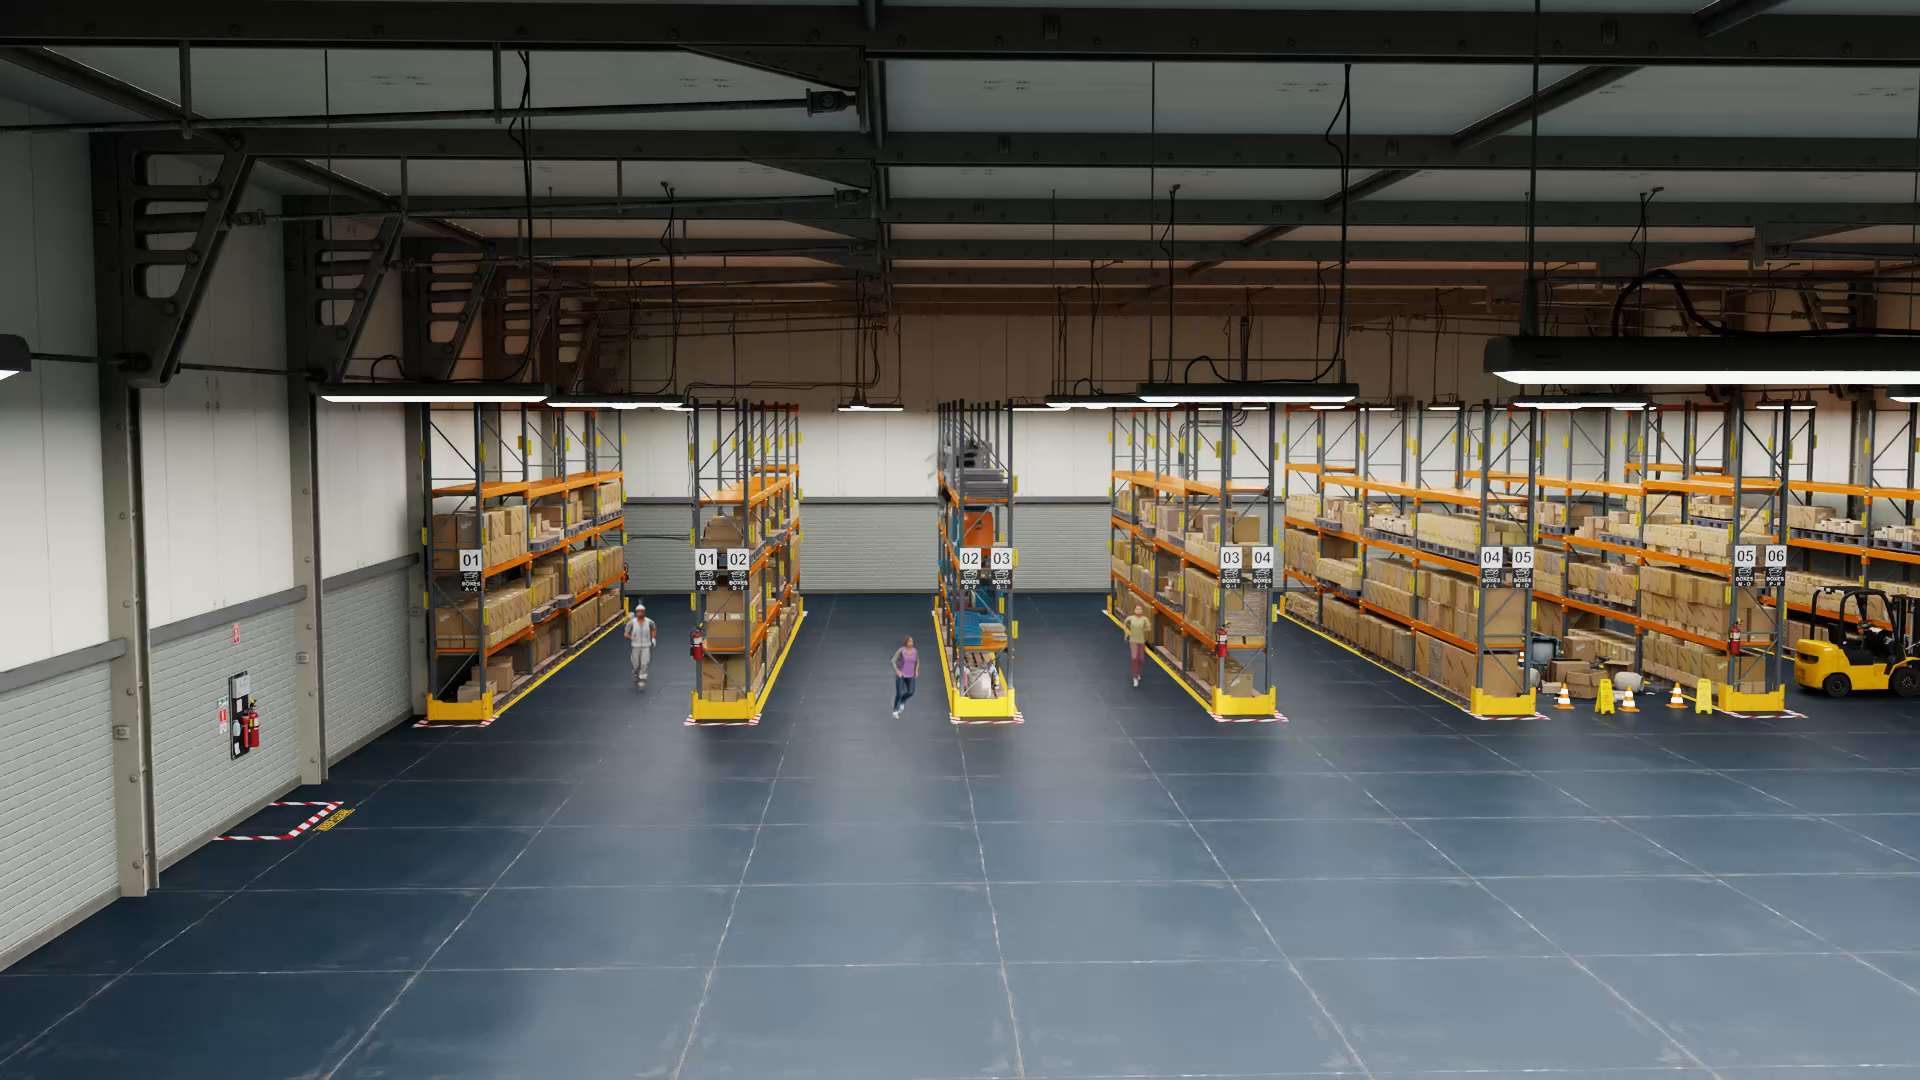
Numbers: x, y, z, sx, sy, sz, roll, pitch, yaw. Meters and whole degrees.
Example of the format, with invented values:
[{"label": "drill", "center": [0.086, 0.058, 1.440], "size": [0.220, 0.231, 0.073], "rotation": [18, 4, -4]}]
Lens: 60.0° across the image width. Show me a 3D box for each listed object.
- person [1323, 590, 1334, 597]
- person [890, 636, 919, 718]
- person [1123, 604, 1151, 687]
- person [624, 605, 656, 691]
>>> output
[{"label": "person", "center": [10.665, 1.192, 48.711], "size": [0.841, 1.726, 0.773], "rotation": [4, 6, 40]}, {"label": "person", "center": [-0.999, 2.581, 31.349], "size": [0.586, 1.549, 0.473], "rotation": [-2, 5, -21]}, {"label": "person", "center": [3.765, 2.200, 35.227], "size": [0.554, 1.710, 0.840], "rotation": [0, 4, -5]}, {"label": "person", "center": [-6.624, 2.221, 34.497], "size": [0.663, 1.757, 0.782], "rotation": [-1, 4, -15]}]
